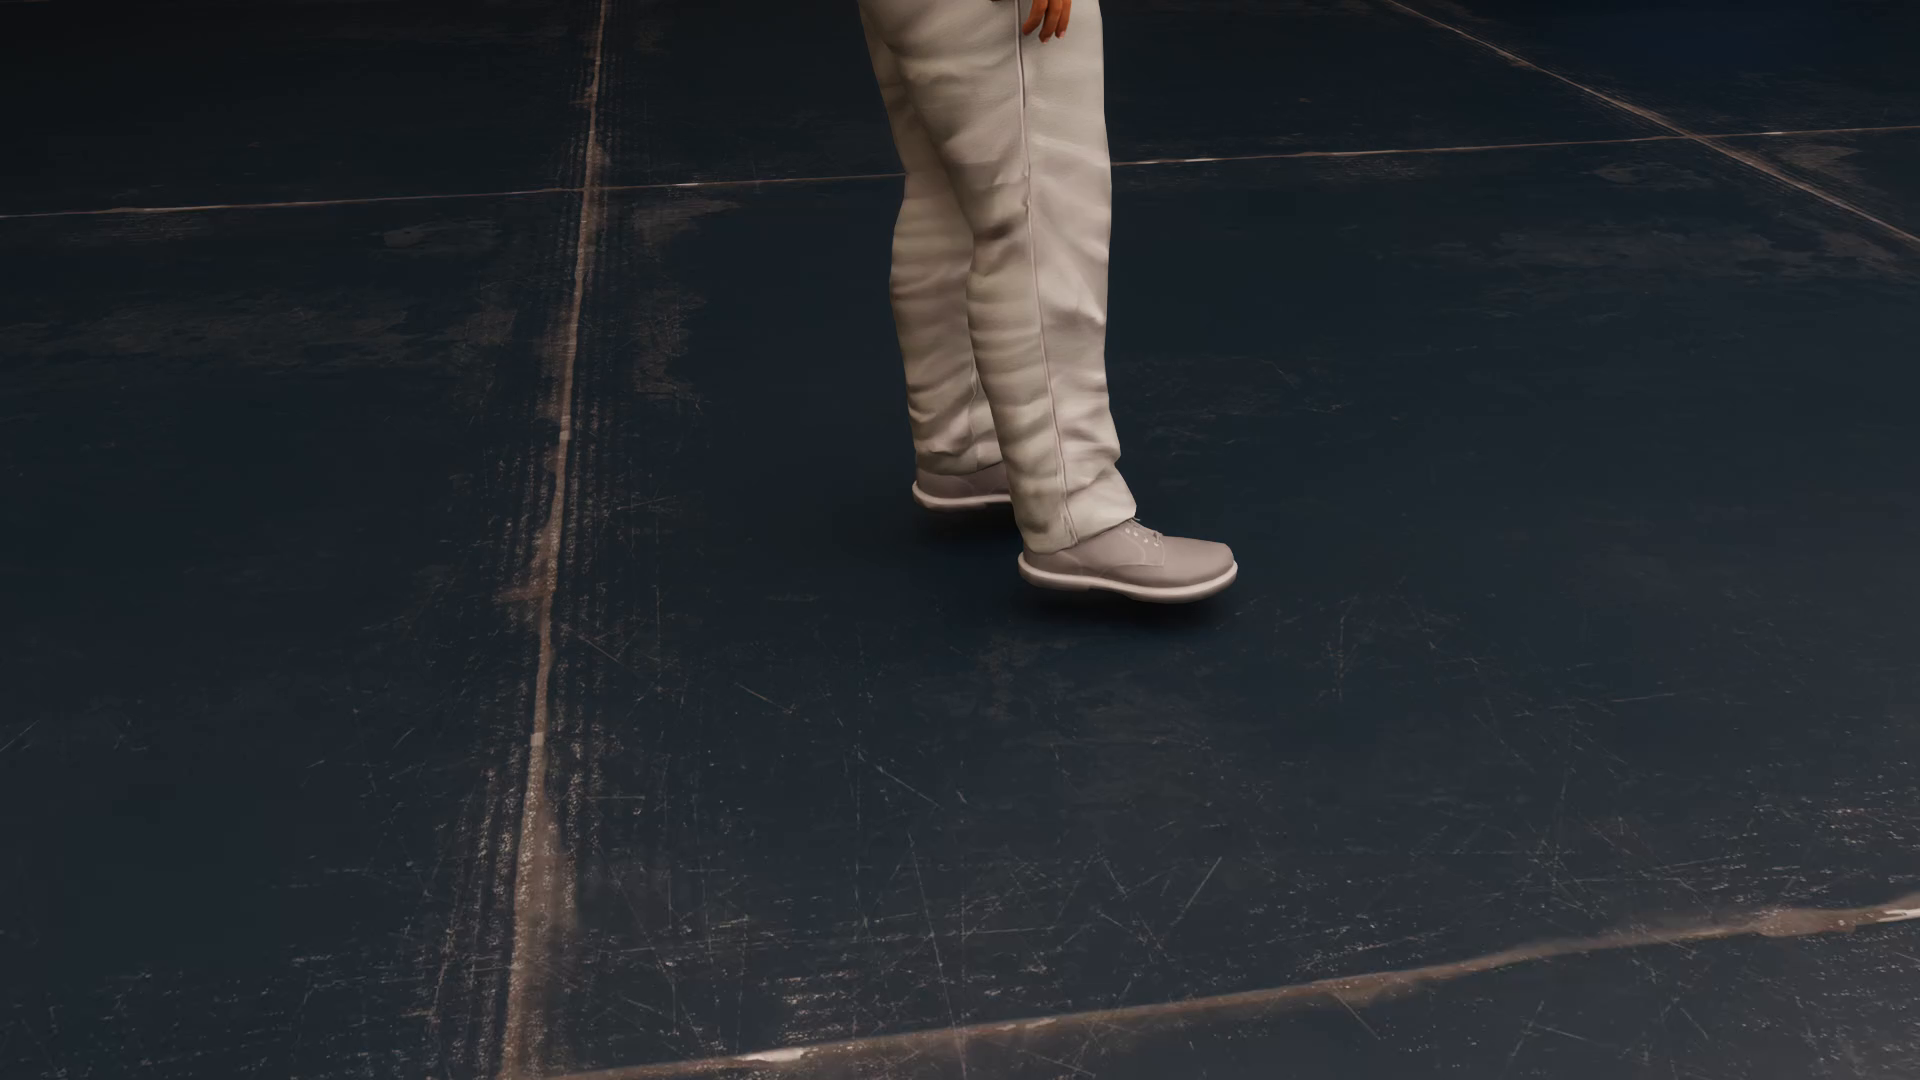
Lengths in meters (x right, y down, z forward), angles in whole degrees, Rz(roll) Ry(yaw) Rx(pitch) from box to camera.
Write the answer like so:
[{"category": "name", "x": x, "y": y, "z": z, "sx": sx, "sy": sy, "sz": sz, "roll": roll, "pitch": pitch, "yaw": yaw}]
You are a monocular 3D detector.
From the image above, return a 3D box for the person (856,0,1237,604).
[{"category": "person", "x": 0.079, "y": -0.773, "z": 2.079, "sx": 0.529, "sy": 1.670, "sz": 0.598, "roll": -5, "pitch": 28, "yaw": -9}]
